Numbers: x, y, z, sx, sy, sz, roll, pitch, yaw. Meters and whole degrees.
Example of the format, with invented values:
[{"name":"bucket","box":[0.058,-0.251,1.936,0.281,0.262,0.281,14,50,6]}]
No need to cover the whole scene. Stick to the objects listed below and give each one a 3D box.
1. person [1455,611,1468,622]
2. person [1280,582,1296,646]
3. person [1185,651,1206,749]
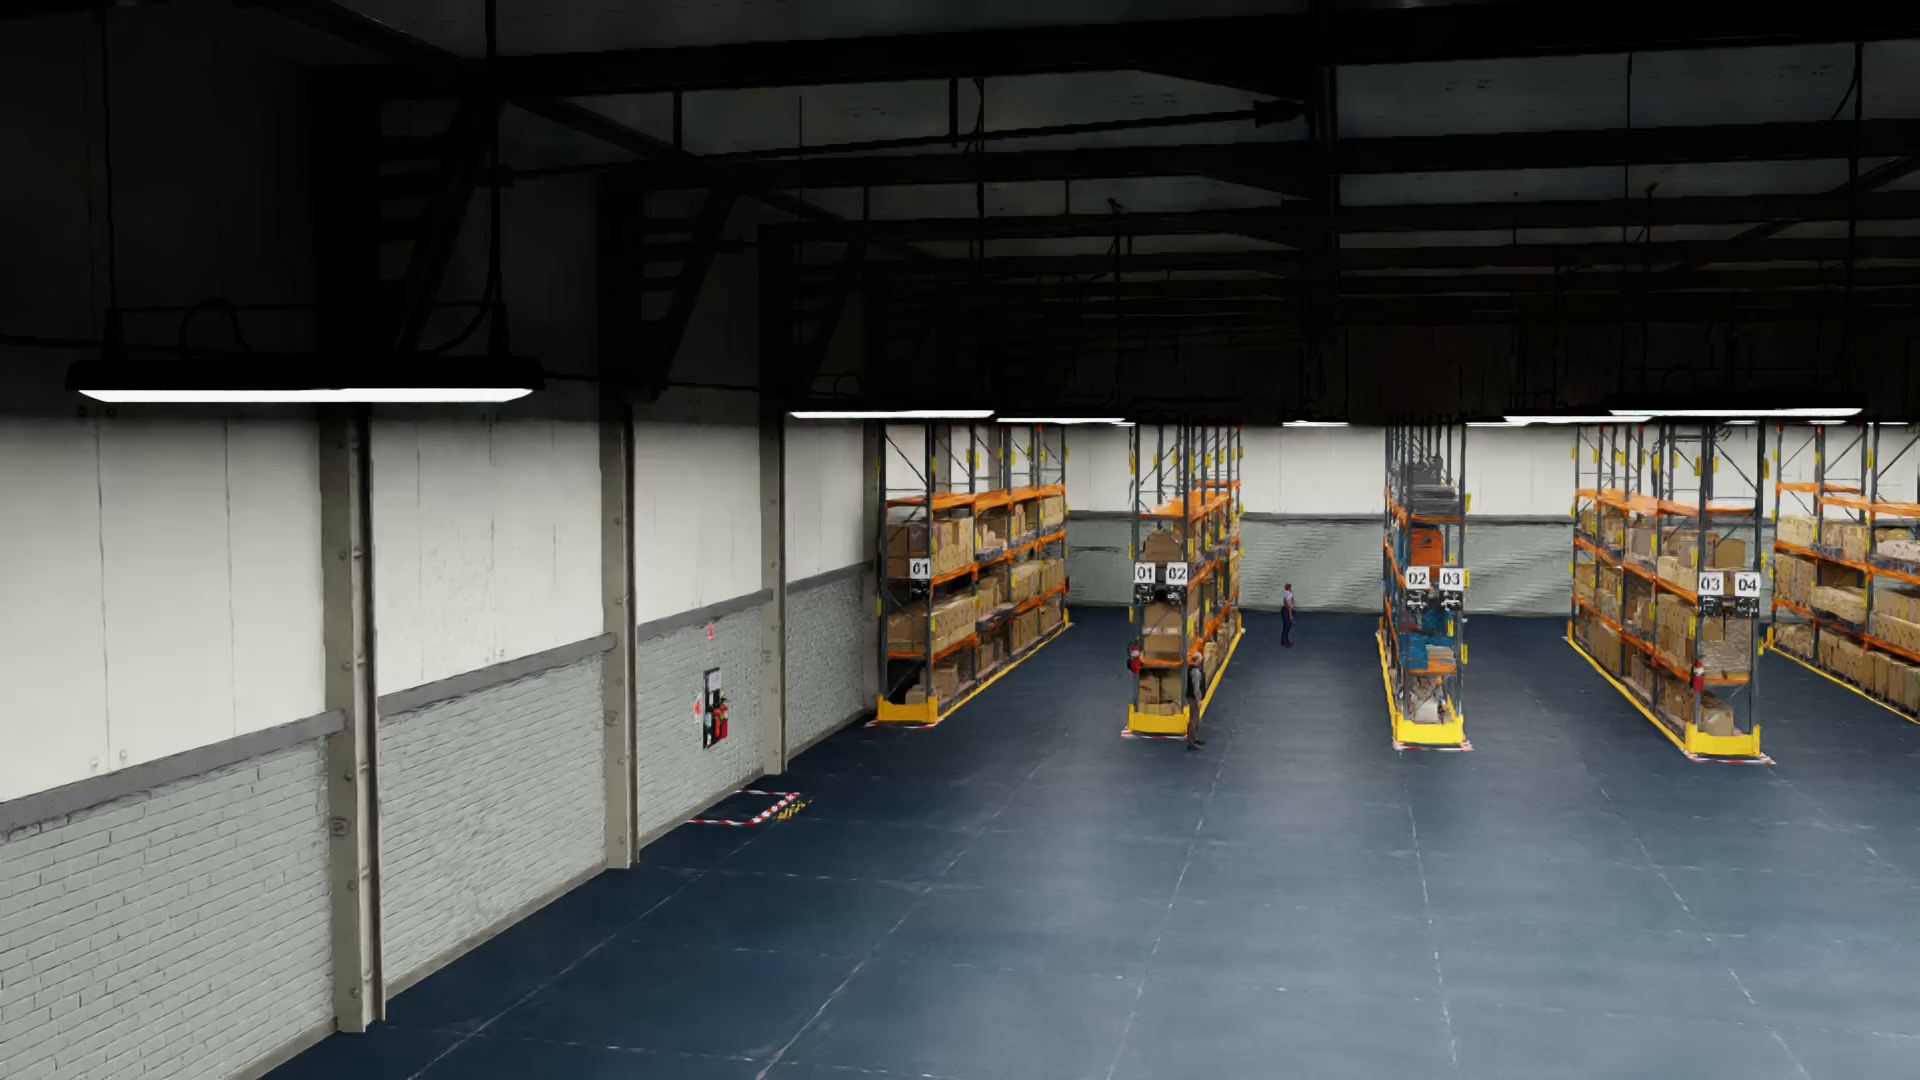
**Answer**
[{"name":"person","box":[14.477,1.585,48.732,0.688,1.657,0.566,-3,5,-39]},{"name":"person","box":[8.614,1.934,43.669,0.379,1.649,0.611,0,4,0]},{"name":"person","box":[4.222,2.832,29.701,0.389,1.732,0.661,0,4,3]}]
